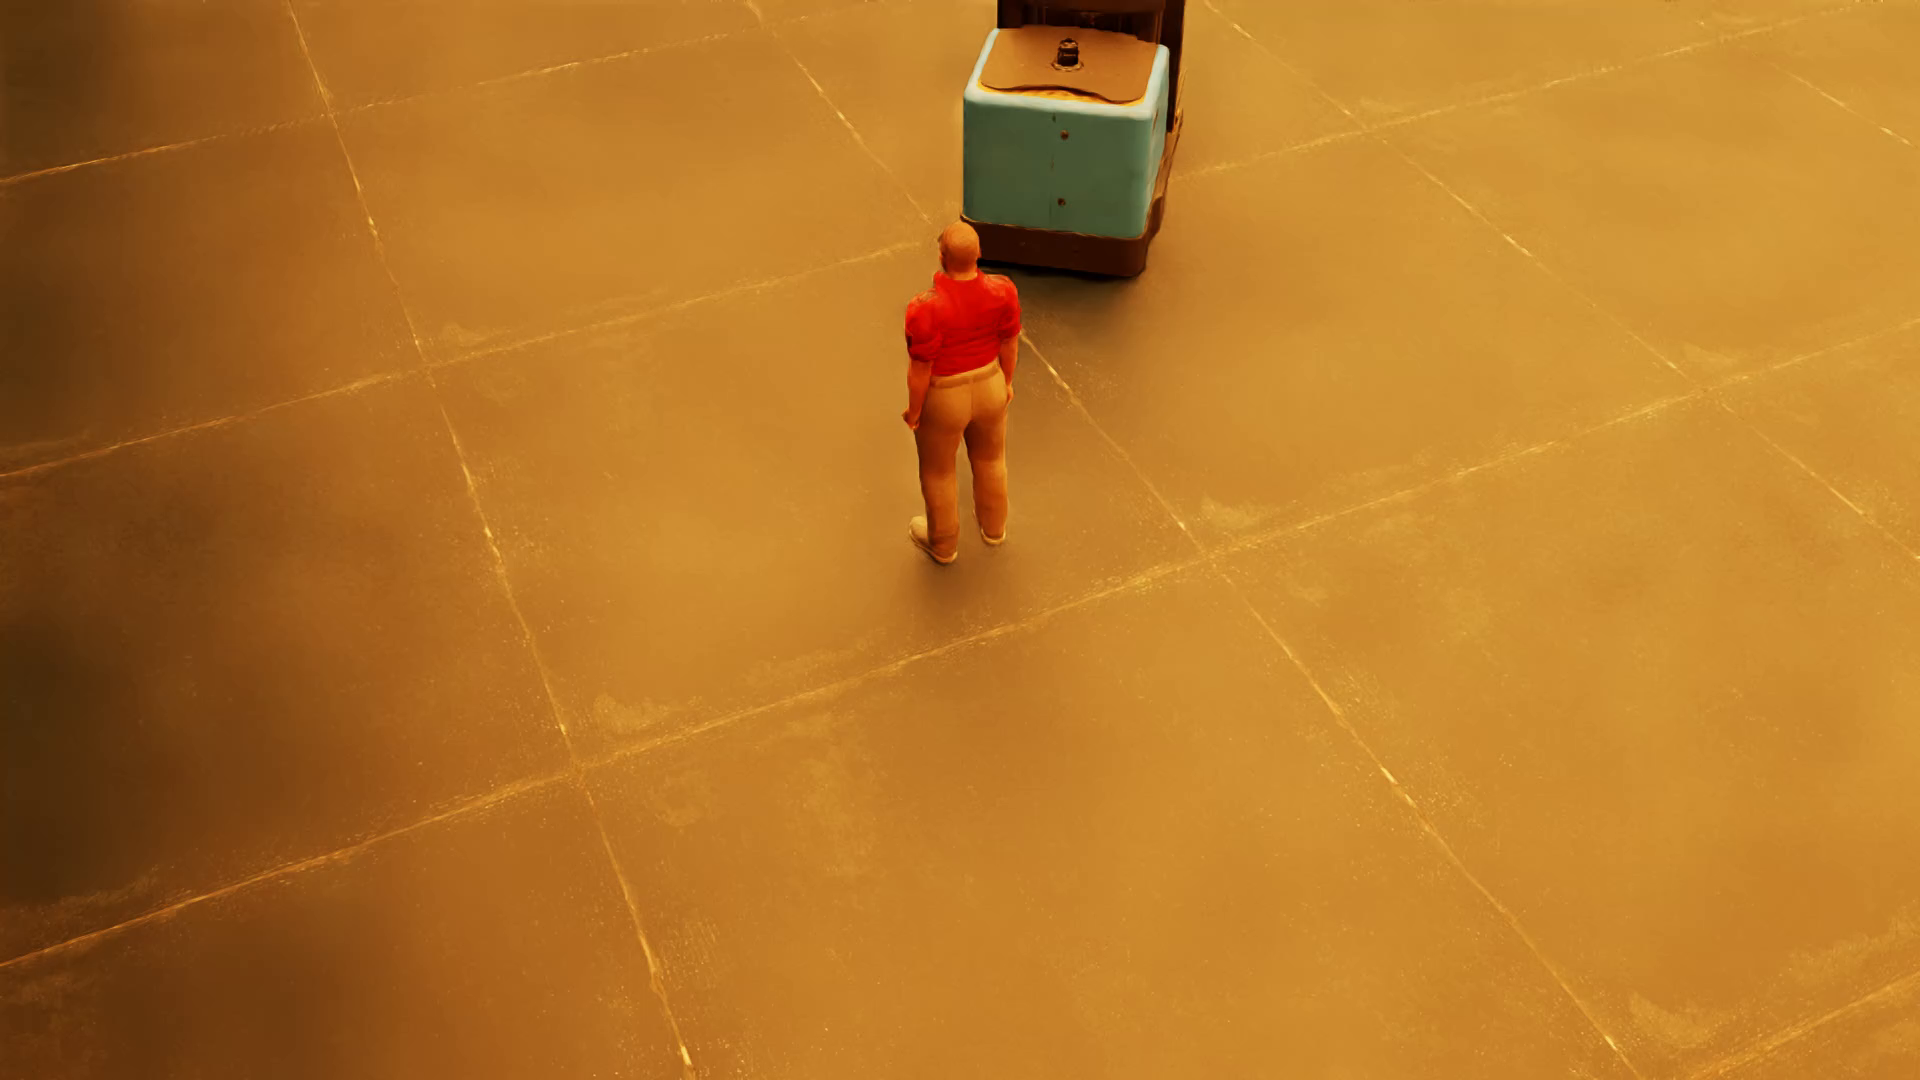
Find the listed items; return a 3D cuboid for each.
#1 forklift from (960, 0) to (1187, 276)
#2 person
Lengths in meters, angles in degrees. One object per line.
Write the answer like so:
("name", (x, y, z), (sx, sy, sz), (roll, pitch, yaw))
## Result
("forklift", (0.809, -3.570, 9.505), (1.130, 2.935, 3.031), (8, 44, 9))
("person", (-0.011, -0.647, 7.256), (0.523, 1.730, 0.365), (-18, 46, -18))
